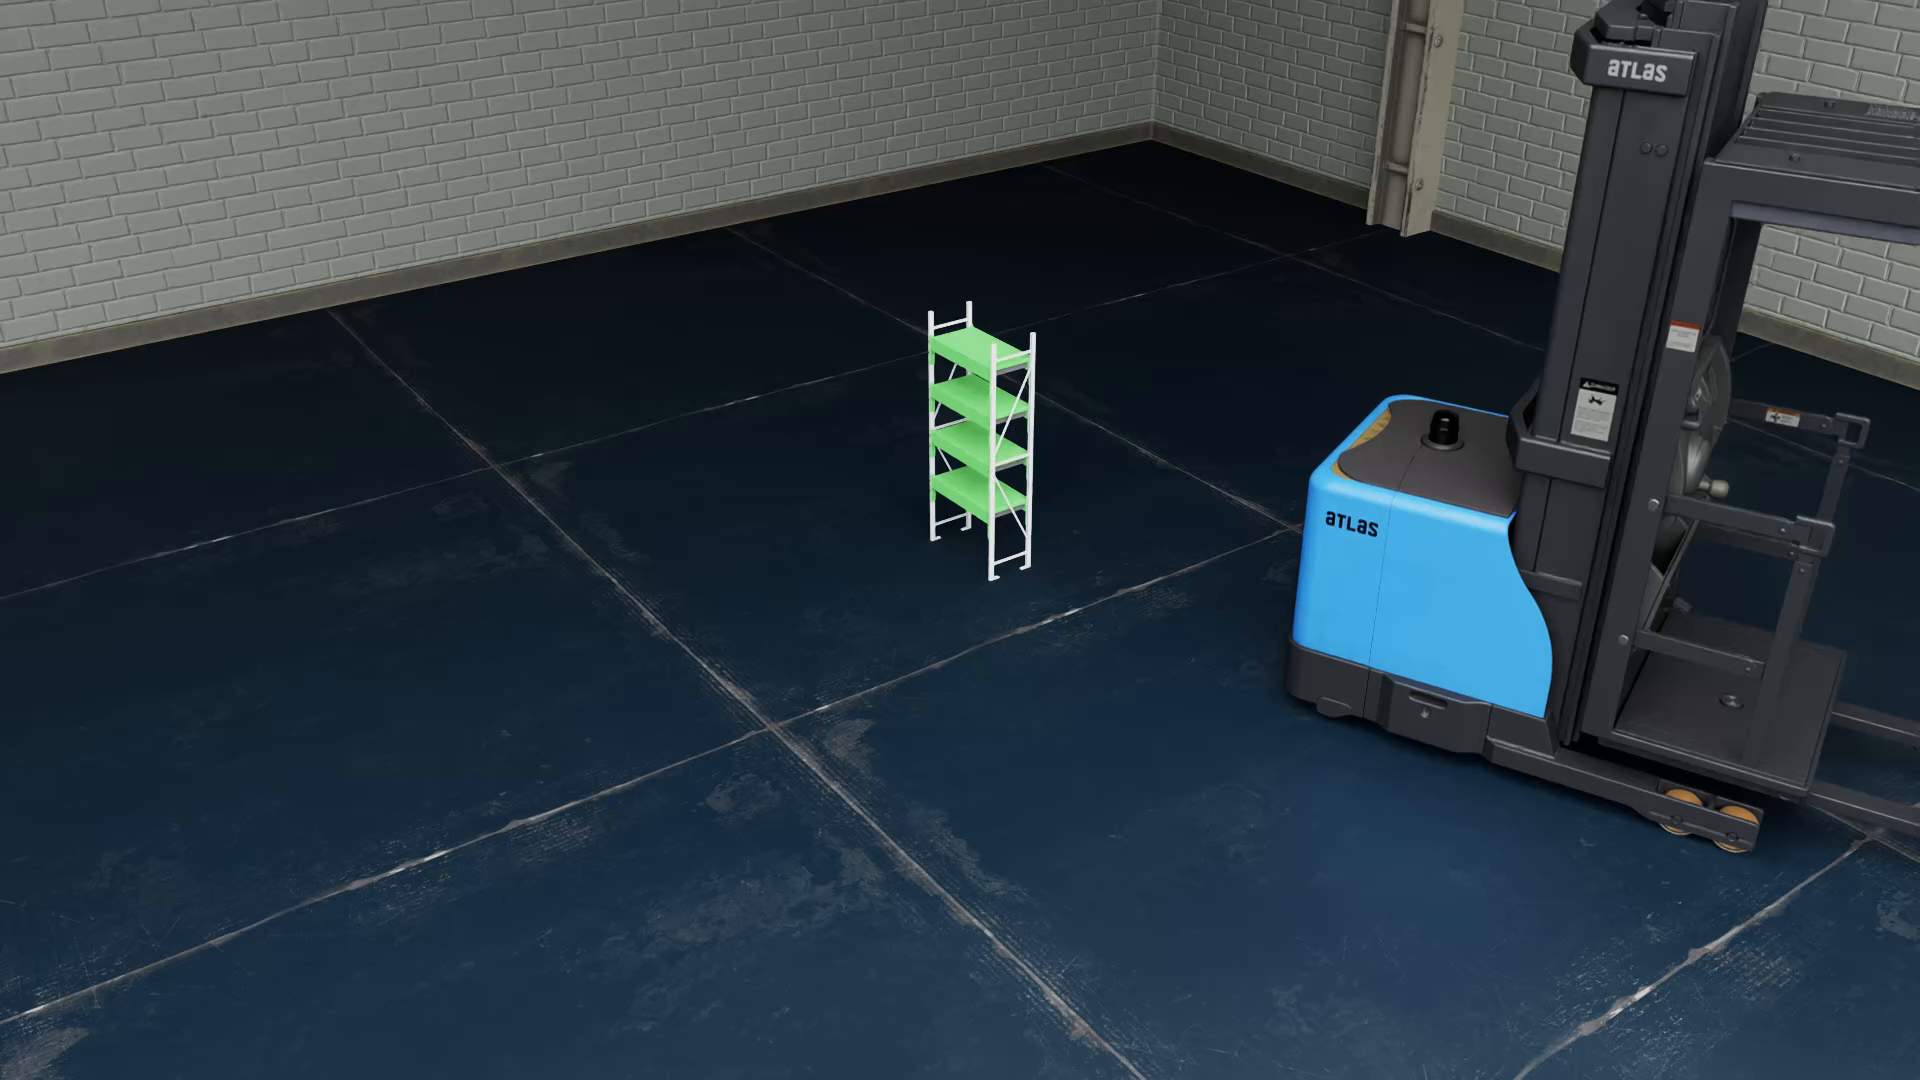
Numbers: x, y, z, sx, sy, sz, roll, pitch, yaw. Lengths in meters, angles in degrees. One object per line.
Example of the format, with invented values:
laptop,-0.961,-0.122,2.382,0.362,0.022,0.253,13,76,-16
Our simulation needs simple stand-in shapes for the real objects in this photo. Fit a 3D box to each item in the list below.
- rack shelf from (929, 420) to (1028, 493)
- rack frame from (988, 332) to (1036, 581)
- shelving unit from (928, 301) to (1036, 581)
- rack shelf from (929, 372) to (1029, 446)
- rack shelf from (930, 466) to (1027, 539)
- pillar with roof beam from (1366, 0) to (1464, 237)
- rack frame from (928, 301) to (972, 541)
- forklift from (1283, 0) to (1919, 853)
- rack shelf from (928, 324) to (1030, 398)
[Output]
rack shelf,0.096,-0.407,7.876,0.258,0.148,0.480,-19,34,-31
rack frame,0.238,-0.368,7.670,0.240,1.200,0.015,-19,34,-31
shelving unit,0.096,-0.463,7.845,0.258,1.200,0.503,-19,34,-31
rack shelf,0.096,-0.618,7.761,0.258,0.148,0.480,-19,34,-31
rack shelf,0.096,-0.196,7.990,0.258,0.148,0.480,-19,34,-31
pillar with roof beam,-0.173,-5.146,8.296,9.100,9.000,0.400,-19,34,-31
rack frame,-0.046,-0.558,8.020,0.240,1.200,0.015,-19,34,-31
forklift,2.879,-0.427,5.965,3.031,2.935,1.130,16,33,28
rack shelf,0.096,-0.829,7.647,0.258,0.148,0.480,-19,34,-31
